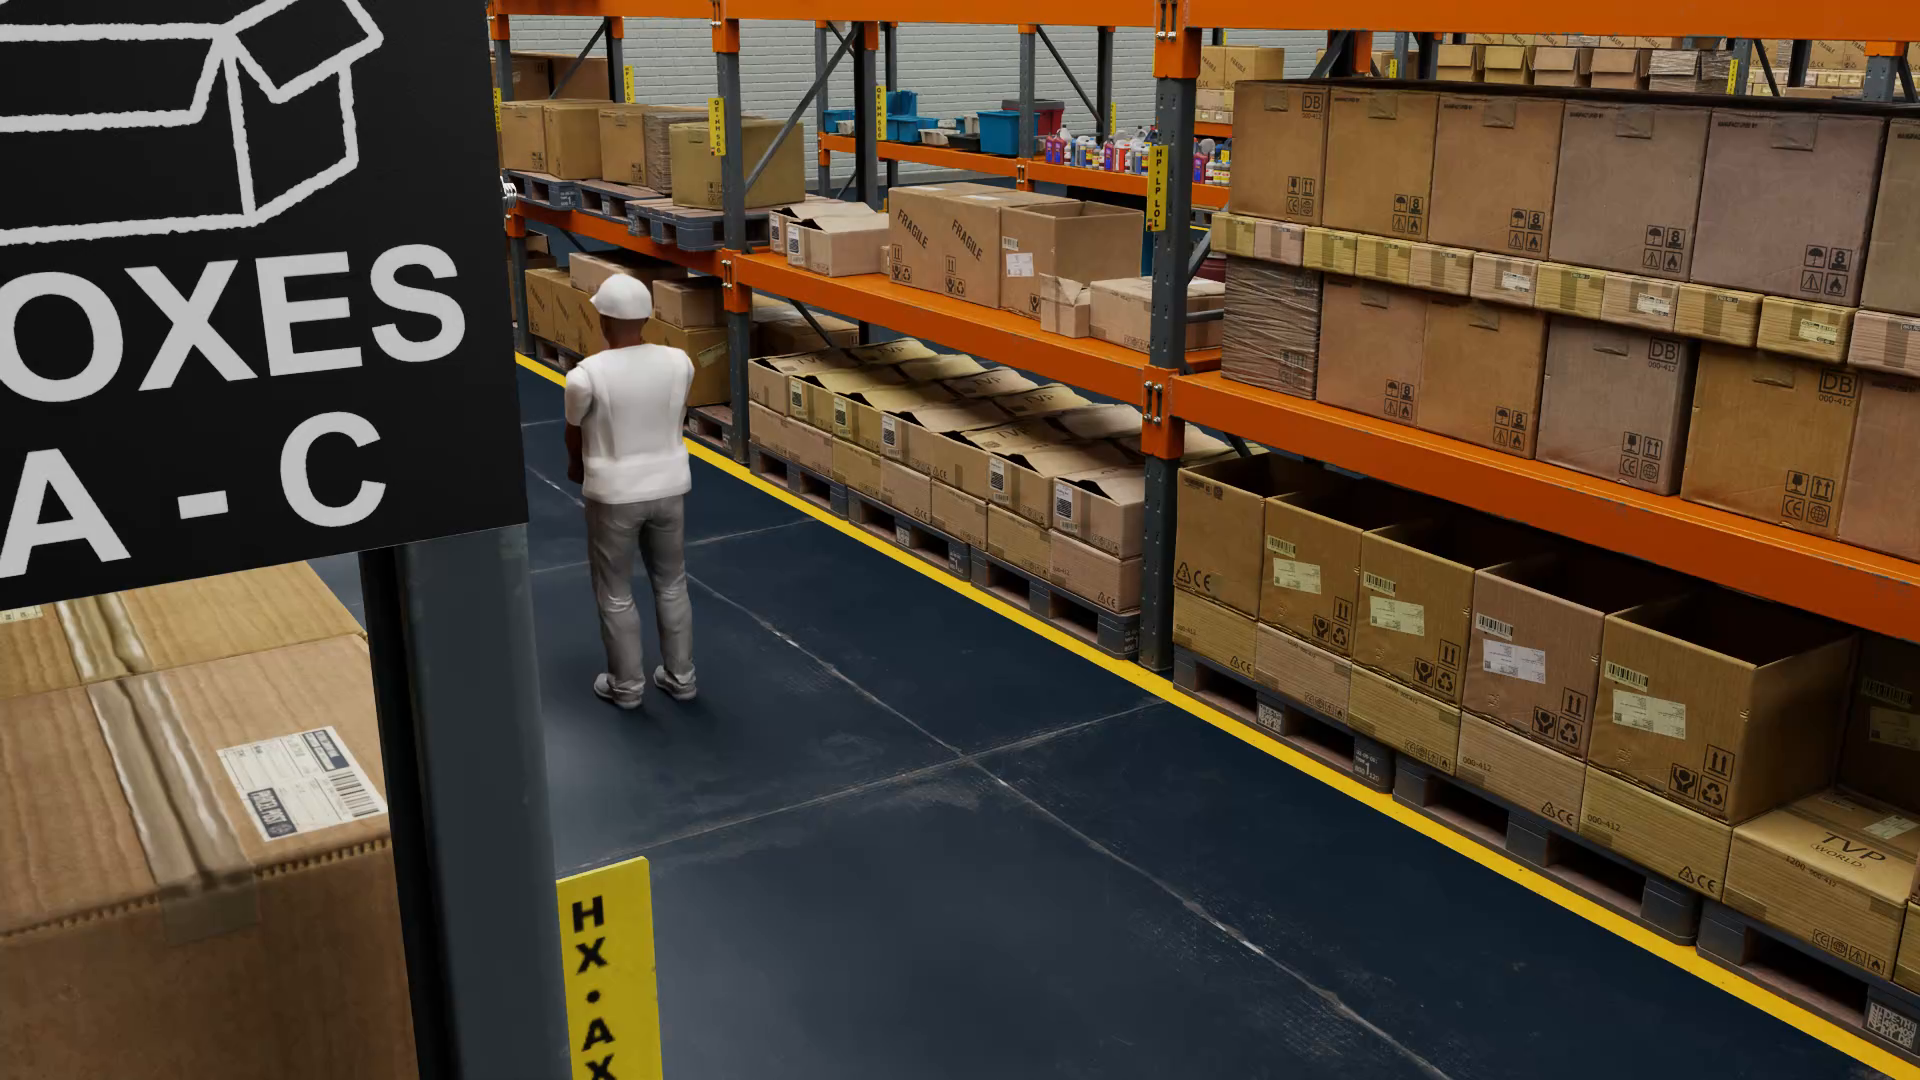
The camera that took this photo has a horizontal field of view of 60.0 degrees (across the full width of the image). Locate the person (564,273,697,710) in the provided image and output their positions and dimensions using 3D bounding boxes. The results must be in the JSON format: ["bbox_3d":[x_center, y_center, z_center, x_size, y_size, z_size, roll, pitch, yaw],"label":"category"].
[{"bbox_3d":[-1.333,-0.204,6.654,0.485,1.759,0.572,-11,21,-31],"label":"person"}]
